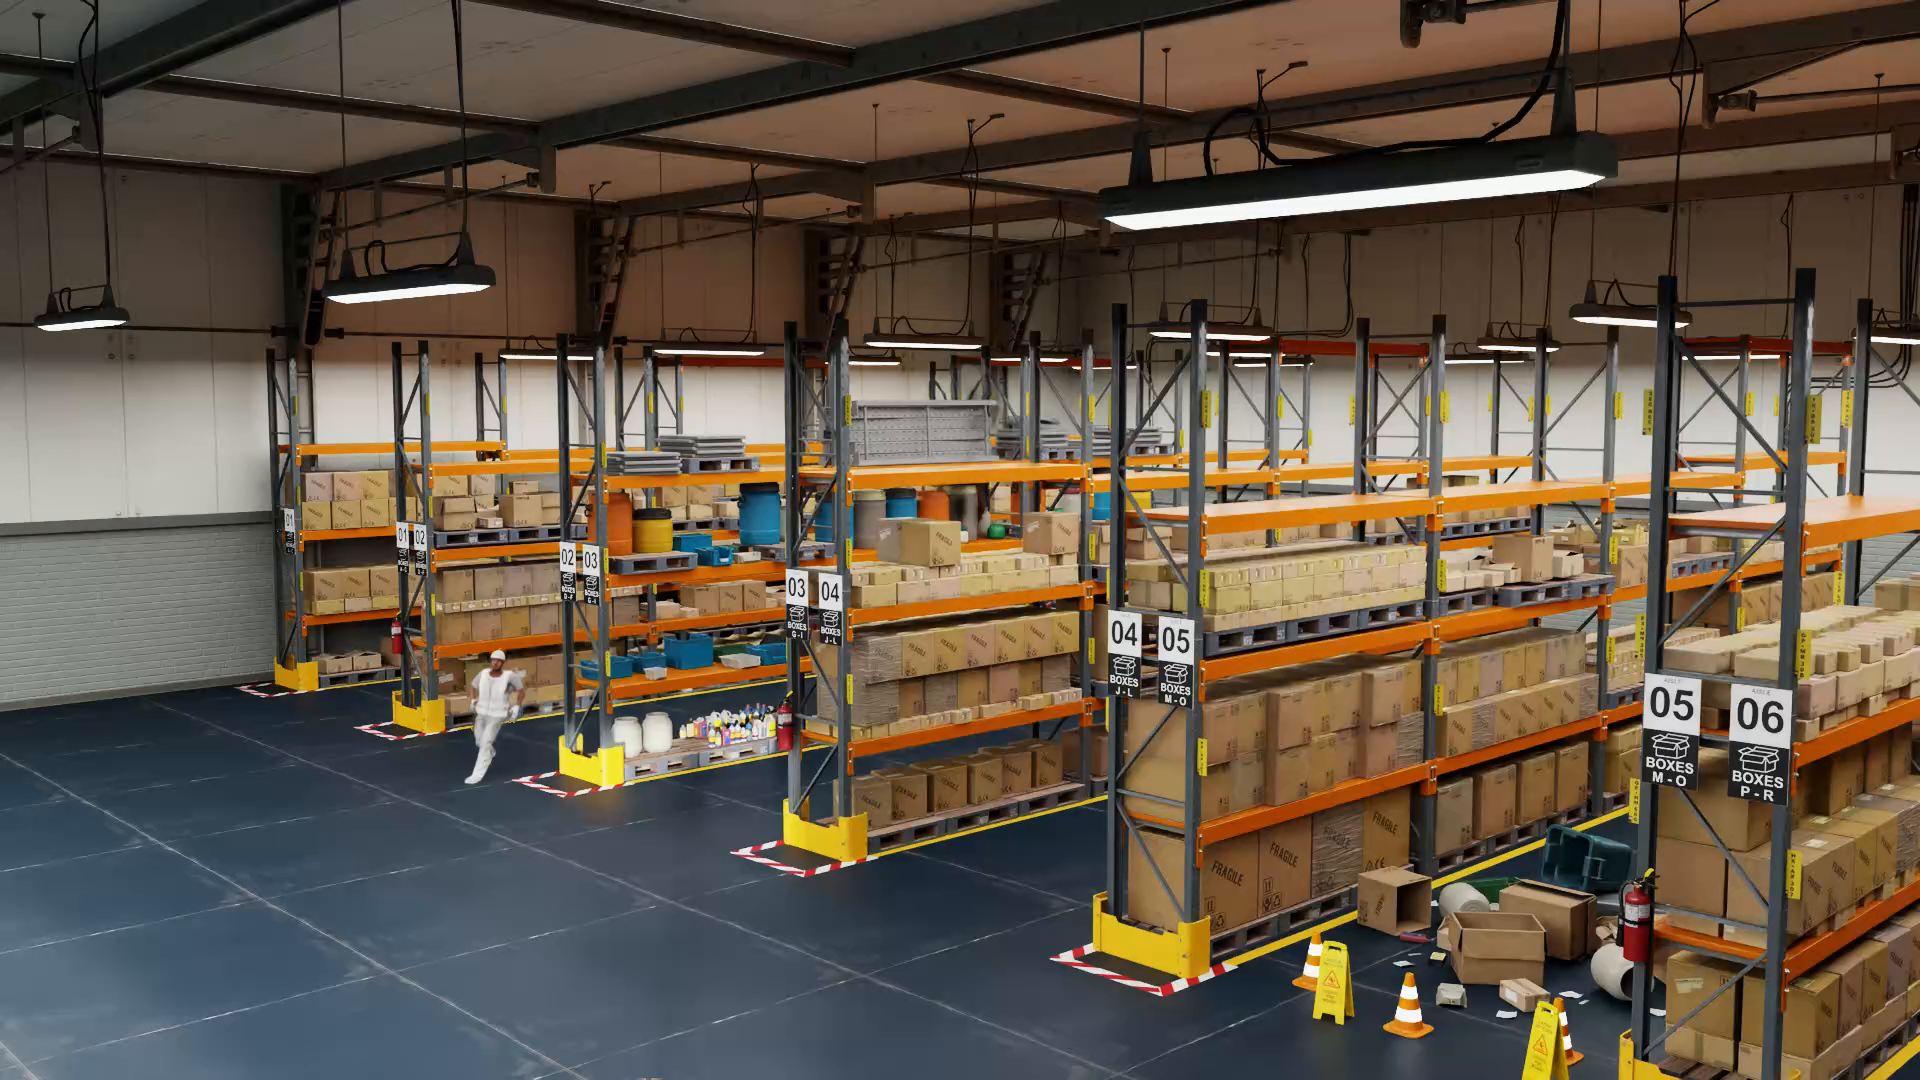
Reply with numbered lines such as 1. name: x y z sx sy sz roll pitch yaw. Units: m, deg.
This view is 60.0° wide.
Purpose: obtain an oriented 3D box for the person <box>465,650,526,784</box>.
1. person: -6.276 2.353 22.372 0.744 1.735 0.951 1 5 9

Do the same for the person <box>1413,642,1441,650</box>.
1. person: 6.901 2.127 24.443 0.659 1.781 0.987 5 7 42
